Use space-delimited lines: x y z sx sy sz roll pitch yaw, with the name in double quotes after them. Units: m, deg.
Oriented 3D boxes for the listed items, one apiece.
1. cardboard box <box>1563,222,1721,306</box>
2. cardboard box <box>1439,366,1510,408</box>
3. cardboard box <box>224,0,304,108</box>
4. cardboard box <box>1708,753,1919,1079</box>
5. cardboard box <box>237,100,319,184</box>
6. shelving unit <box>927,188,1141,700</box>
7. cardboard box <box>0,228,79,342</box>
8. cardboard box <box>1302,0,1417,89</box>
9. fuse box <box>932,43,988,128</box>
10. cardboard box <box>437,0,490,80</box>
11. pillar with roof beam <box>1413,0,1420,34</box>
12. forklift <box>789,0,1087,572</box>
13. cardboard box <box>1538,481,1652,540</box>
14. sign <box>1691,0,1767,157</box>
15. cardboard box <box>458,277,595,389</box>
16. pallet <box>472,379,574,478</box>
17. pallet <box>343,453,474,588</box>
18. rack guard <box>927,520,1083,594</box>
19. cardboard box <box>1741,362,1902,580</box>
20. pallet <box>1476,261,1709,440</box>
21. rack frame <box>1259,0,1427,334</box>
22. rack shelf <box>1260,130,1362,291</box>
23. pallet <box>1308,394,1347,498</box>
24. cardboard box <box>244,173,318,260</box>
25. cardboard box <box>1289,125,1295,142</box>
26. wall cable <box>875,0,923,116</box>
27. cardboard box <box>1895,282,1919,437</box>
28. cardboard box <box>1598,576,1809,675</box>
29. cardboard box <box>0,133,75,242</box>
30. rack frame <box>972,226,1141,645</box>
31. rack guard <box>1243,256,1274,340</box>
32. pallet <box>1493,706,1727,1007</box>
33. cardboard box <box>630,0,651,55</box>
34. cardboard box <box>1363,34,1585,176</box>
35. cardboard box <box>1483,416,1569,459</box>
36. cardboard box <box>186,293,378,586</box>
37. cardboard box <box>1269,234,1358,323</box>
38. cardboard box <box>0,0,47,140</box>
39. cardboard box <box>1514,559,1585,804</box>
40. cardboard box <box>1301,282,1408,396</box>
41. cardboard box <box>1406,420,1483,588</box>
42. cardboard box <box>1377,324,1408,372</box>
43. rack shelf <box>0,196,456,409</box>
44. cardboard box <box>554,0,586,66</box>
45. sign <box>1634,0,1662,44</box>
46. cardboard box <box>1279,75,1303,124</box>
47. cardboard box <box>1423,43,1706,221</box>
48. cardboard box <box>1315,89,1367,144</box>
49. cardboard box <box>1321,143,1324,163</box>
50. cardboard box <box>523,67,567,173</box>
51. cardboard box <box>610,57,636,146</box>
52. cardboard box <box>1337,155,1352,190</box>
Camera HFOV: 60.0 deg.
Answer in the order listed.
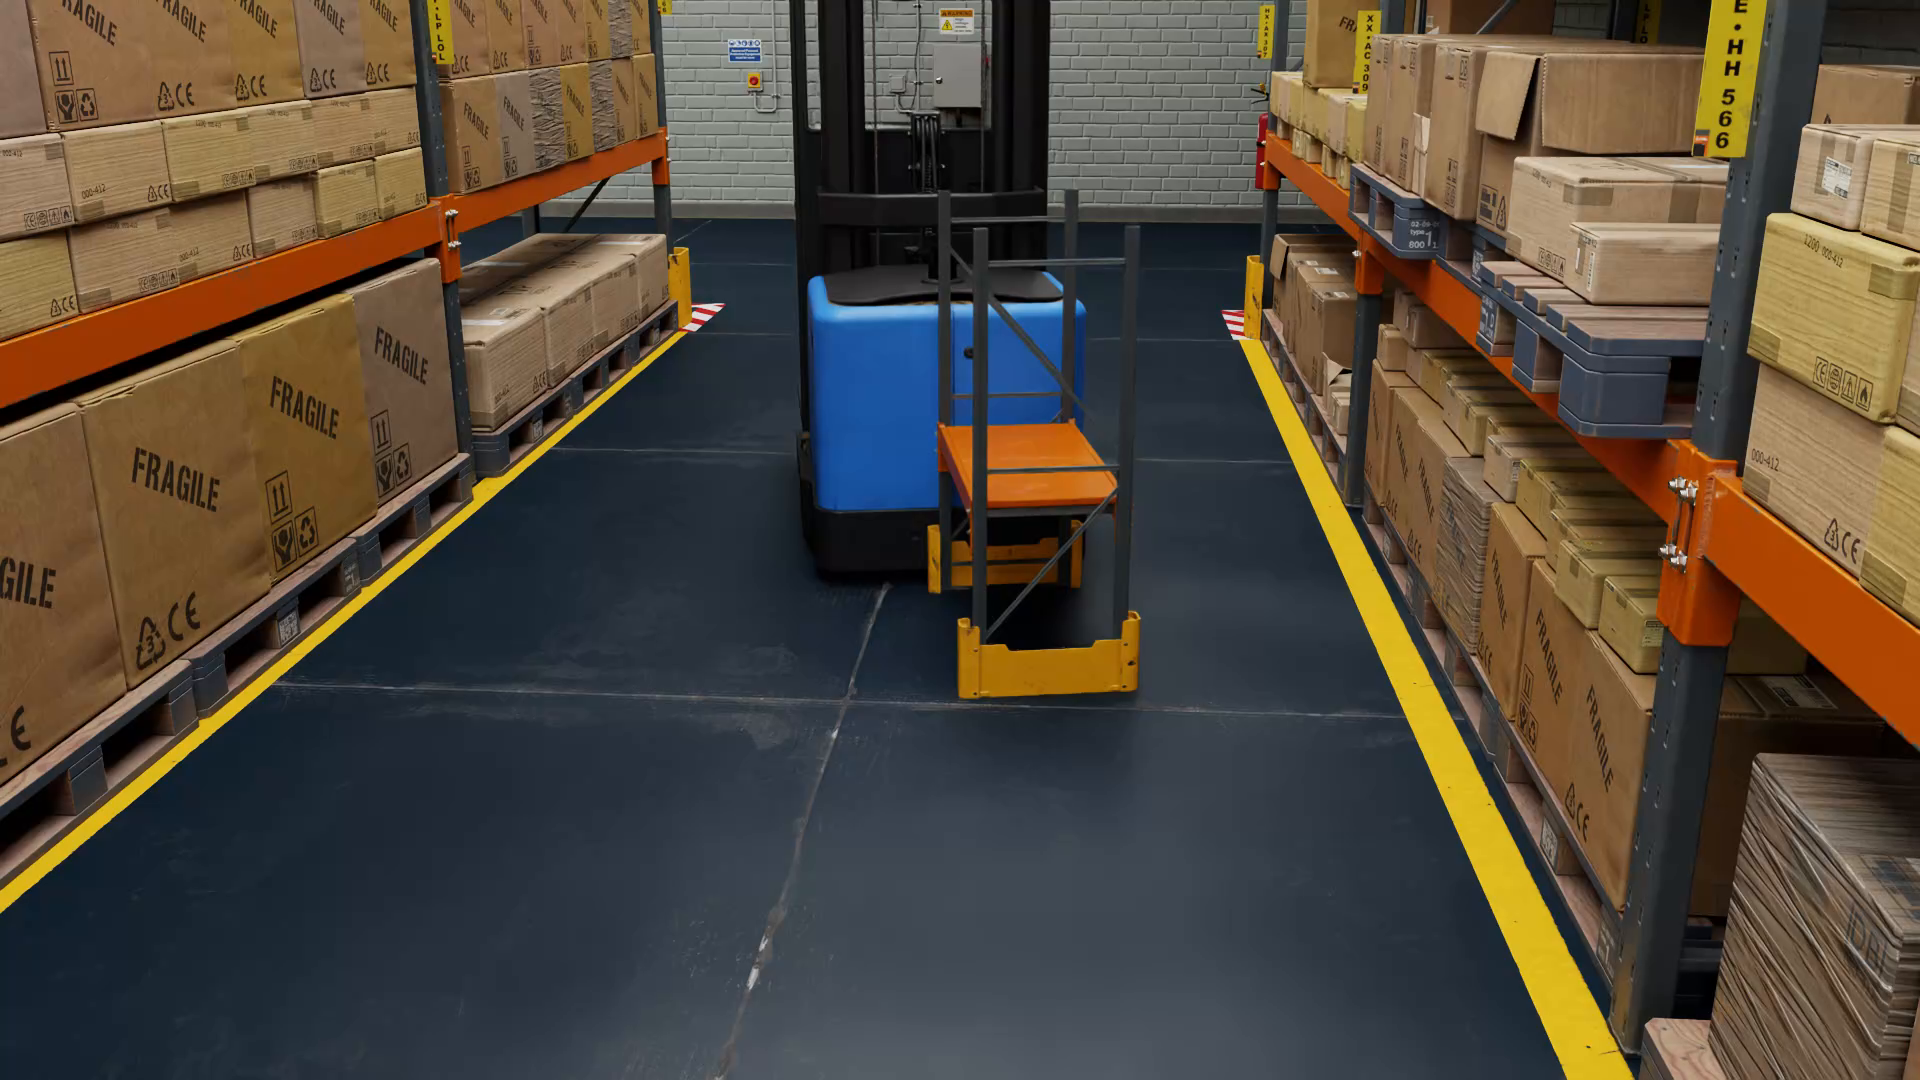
1.584 -0.620 3.726 0.380 0.149 0.250 2 18 5 "cardboard box"
1.960 -0.531 6.024 0.380 0.149 0.250 1 18 3 "cardboard box"
-2.612 -1.739 5.648 0.500 0.500 0.500 2 18 6 "cardboard box"
1.861 0.795 2.818 0.875 0.625 0.625 2 18 6 "cardboard box"
-2.593 -1.387 5.775 0.500 0.250 0.500 2 18 5 "cardboard box"
0.229 -0.376 5.661 0.587 1.500 1.083 -2 18 -6 "shelving unit"
-2.726 -0.672 4.397 0.500 0.250 0.500 1 18 2 "cardboard box"
2.085 -2.637 8.713 0.500 0.500 0.500 2 18 5 "cardboard box"
0.008 -3.969 16.287 0.539 1.711 0.414 1 18 4 "fuse box"
-2.469 -2.344 7.494 0.500 0.500 0.500 1 18 4 "cardboard box"
-0.708 -6.576 12.540 9.100 9.000 0.400 1 18 4 "pillar with roof beam"
-0.196 -1.685 7.359 1.130 2.935 3.031 -2 18 -6 "forklift"
1.818 -0.053 4.567 0.380 0.149 0.250 2 18 6 "cardboard box"
1.378 -0.849 2.964 0.100 0.325 0.005 1 18 4 "sign"
-2.529 -1.132 9.000 0.875 0.438 0.875 1 18 2 "cardboard box"
-2.612 -0.588 8.380 1.003 0.211 1.213 1 18 4 "pallet"
-2.725 -0.113 6.928 1.003 0.211 1.213 1 18 4 "pallet"
0.171 0.064 6.325 0.587 0.250 0.087 -2 18 -6 "rack guard"
1.644 -0.123 2.723 0.500 0.250 0.500 1 18 4 "cardboard box"
1.898 -0.448 3.781 1.213 0.211 1.003 1 18 4 "pallet"
2.493 -2.812 10.687 1.000 3.000 0.127 1 18 4 "rack frame"
2.350 -1.849 8.903 1.077 0.370 4.000 1 18 4 "rack shelf"
2.257 -0.457 7.980 1.003 0.211 1.213 1 18 4 "pallet"
-2.618 -1.148 5.851 0.500 0.250 0.500 1 18 2 "cardboard box"
2.224 -2.516 10.189 0.380 0.149 0.250 2 18 5 "cardboard box"
-0.662 -5.128 16.124 0.588 1.984 0.122 1 18 4 "wall cable"
1.607 -0.206 2.171 0.500 0.250 0.500 2 18 6 "cardboard box"
1.702 0.194 3.812 0.380 0.149 0.250 0 18 1 "cardboard box"
-2.711 -0.915 4.337 0.500 0.250 0.500 2 18 5 "cardboard box"
0.289 -0.216 5.172 0.500 1.500 0.032 -2 18 -6 "rack frame"
2.488 -1.600 11.004 1.175 0.500 0.348 1 18 4 "rack guard"
2.011 0.767 4.243 1.003 0.211 1.213 1 18 4 "pallet"
-2.255 -3.289 10.377 0.500 0.500 0.500 2 18 6 "cardboard box"
1.949 -1.671 6.371 0.700 0.500 0.500 2 18 5 "cardboard box"
1.894 -0.292 5.297 0.380 0.149 0.250 1 18 4 "cardboard box"
-2.766 -0.394 6.046 0.875 0.875 0.875 2 18 6 "cardboard box"
2.355 -1.637 10.437 0.797 0.503 0.637 1 18 2 "cardboard box"
-2.726 -1.261 4.189 0.500 0.500 0.500 1 18 4 "cardboard box"
1.782 0.370 4.317 0.500 0.500 0.500 1 18 3 "cardboard box"
2.180 -1.049 8.646 0.700 0.500 0.500 1 18 2 "cardboard box"
1.879 -0.115 5.798 0.500 0.500 0.500 1 18 2 "cardboard box"
1.915 -0.784 6.796 0.380 0.149 0.250 2 18 7 "cardboard box"
-2.888 -0.716 5.446 1.077 0.370 4.000 1 18 4 "rack shelf"
-2.340 -2.816 8.934 0.500 0.500 0.500 1 18 4 "cardboard box"
2.760 -2.108 6.681 0.100 0.325 0.005 1 18 4 "sign"
2.156 -2.590 9.774 0.500 0.250 0.500 1 18 5 "cardboard box"
1.855 -1.267 5.136 0.700 0.500 0.500 1 18 4 "cardboard box"
2.070 -2.114 8.319 0.500 0.250 0.500 1 18 4 "cardboard box"
2.106 -2.034 8.715 0.380 0.149 0.250 1 18 4 "cardboard box"
-2.368 -2.177 8.589 0.500 0.500 0.500 1 18 4 "cardboard box"
-2.280 -2.658 10.056 0.500 0.500 0.500 1 18 3 "cardboard box"
1.969 -1.717 7.750 0.380 0.149 0.250 2 18 5 "cardboard box"
